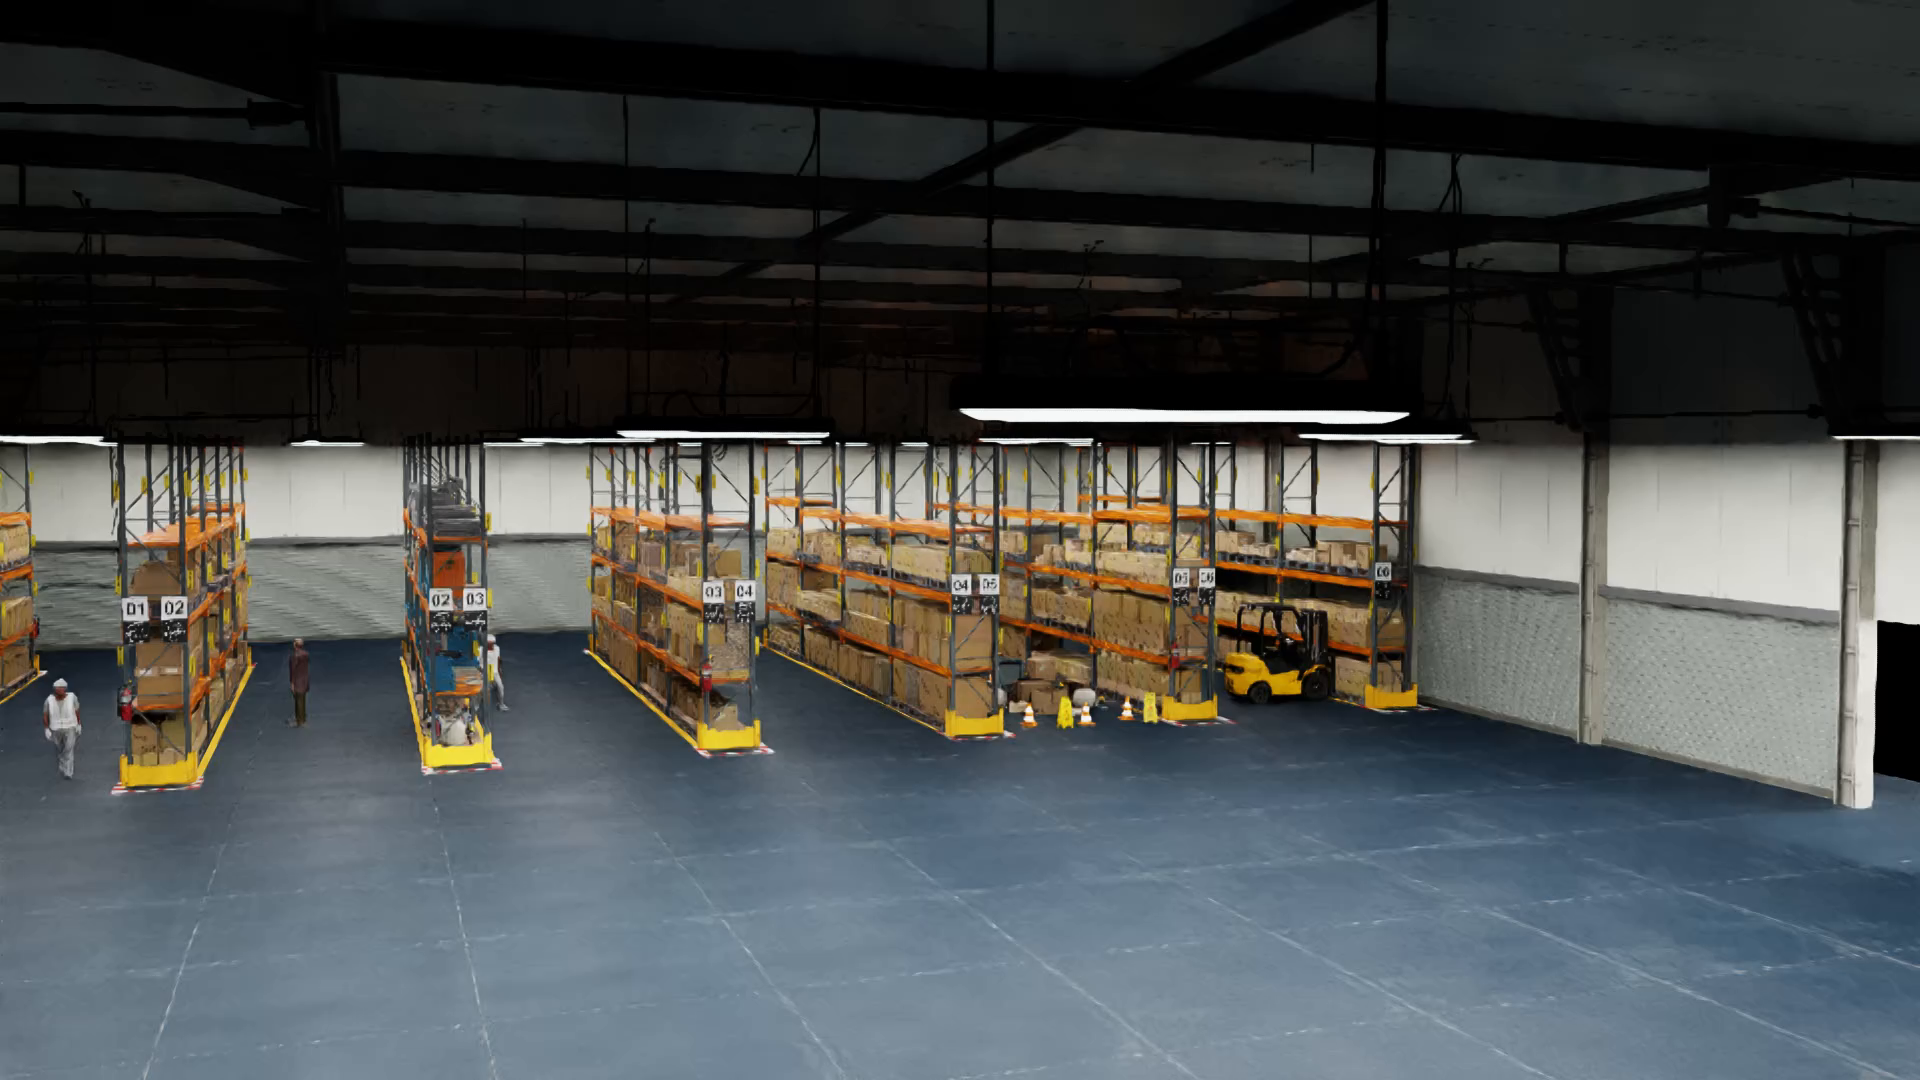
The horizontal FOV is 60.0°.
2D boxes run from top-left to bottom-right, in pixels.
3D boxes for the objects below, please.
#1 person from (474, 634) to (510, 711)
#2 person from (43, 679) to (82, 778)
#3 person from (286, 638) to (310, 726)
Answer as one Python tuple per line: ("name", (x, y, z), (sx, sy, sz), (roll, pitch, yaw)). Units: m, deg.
("person", (-10.235, 2.869, 36.065), (0.709, 1.704, 0.835), (-2, 4, -36))
("person", (-15.614, 3.254, 28.901), (0.566, 1.704, 1.122), (-1, 3, -18))
("person", (-13.671, 2.918, 34.267), (0.552, 1.782, 0.636), (1, 3, 9))
